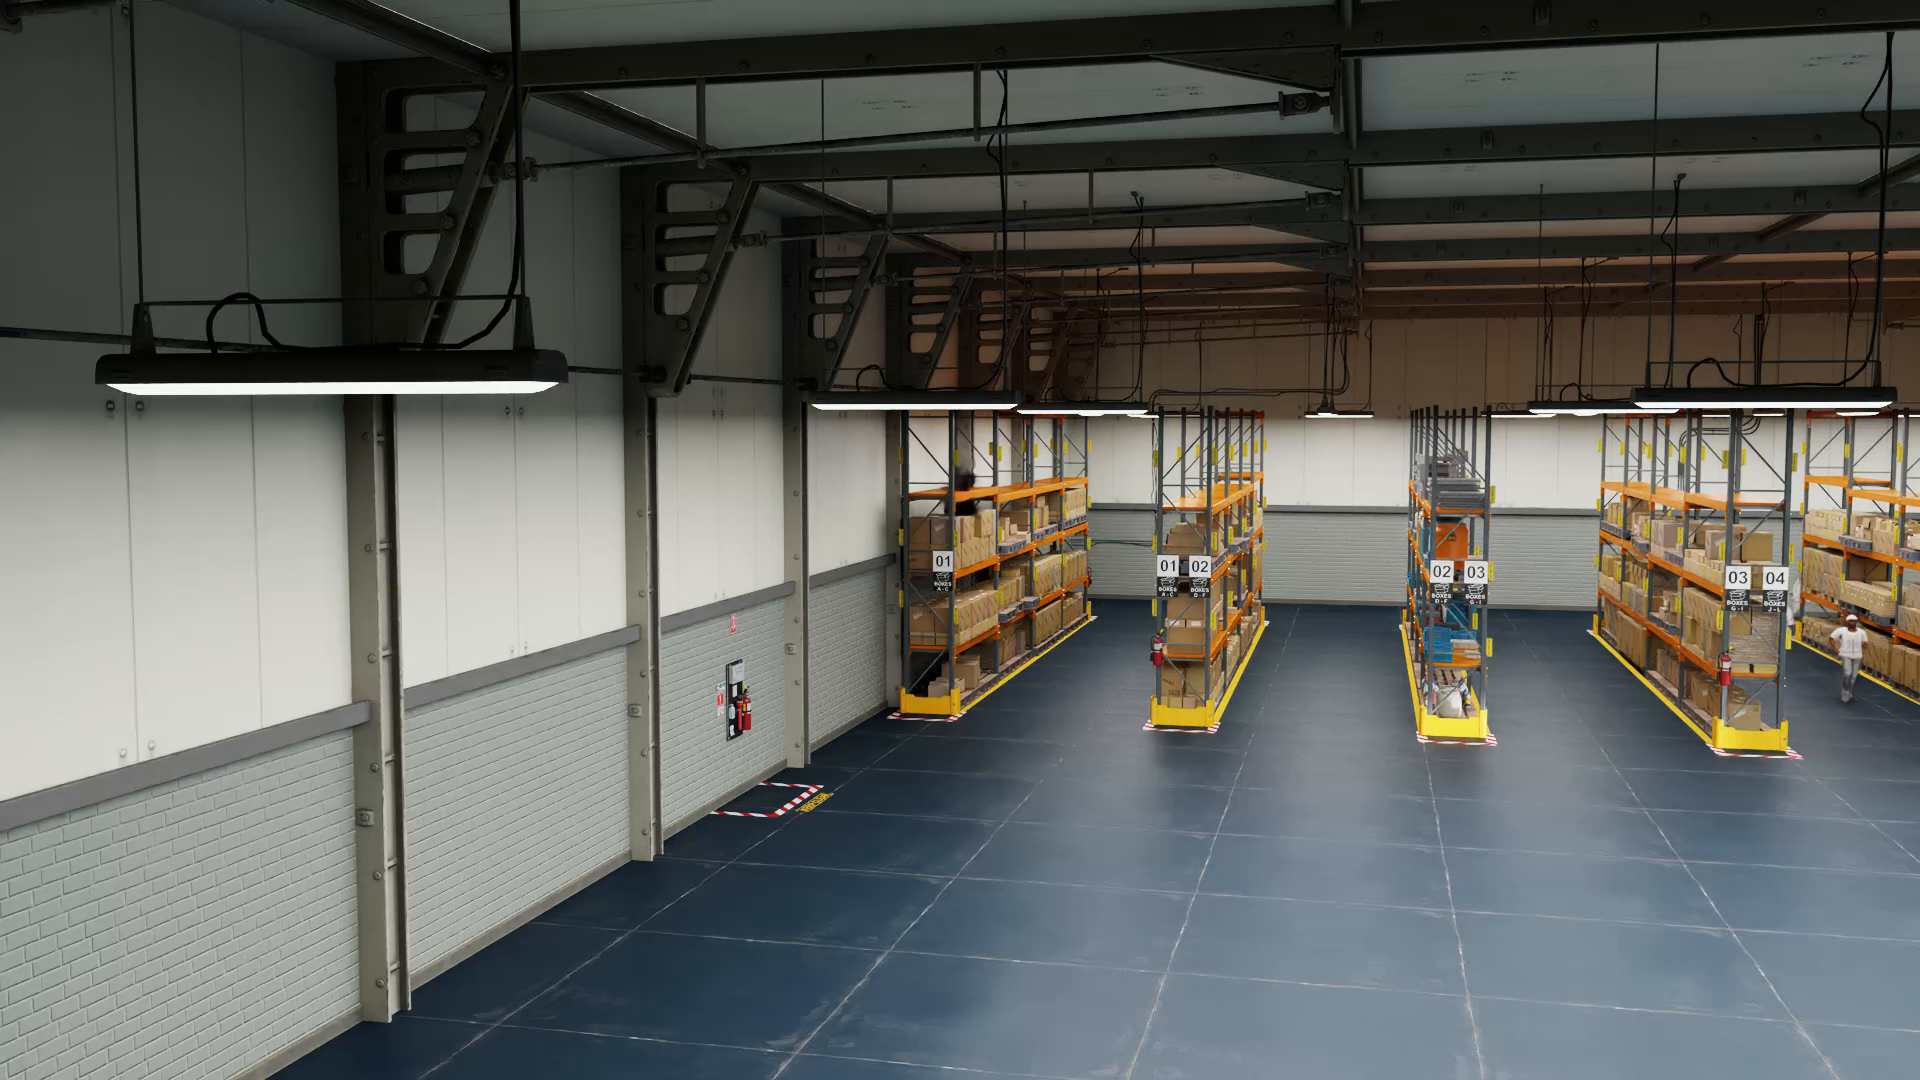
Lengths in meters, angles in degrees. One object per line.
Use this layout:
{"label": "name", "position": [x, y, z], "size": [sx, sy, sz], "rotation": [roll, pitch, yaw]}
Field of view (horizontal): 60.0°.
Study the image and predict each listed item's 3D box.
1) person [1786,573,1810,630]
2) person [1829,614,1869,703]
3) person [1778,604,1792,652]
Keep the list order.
{"label": "person", "position": [22.404, 1.645, 44.392], "size": [0.986, 1.749, 0.716], "rotation": [0, 4, -5]}
{"label": "person", "position": [18.157, 2.420, 33.893], "size": [0.675, 1.805, 0.689], "rotation": [1, 4, 10]}
{"label": "person", "position": [19.814, 2.012, 40.299], "size": [0.624, 1.663, 0.472], "rotation": [2, 4, 21]}
